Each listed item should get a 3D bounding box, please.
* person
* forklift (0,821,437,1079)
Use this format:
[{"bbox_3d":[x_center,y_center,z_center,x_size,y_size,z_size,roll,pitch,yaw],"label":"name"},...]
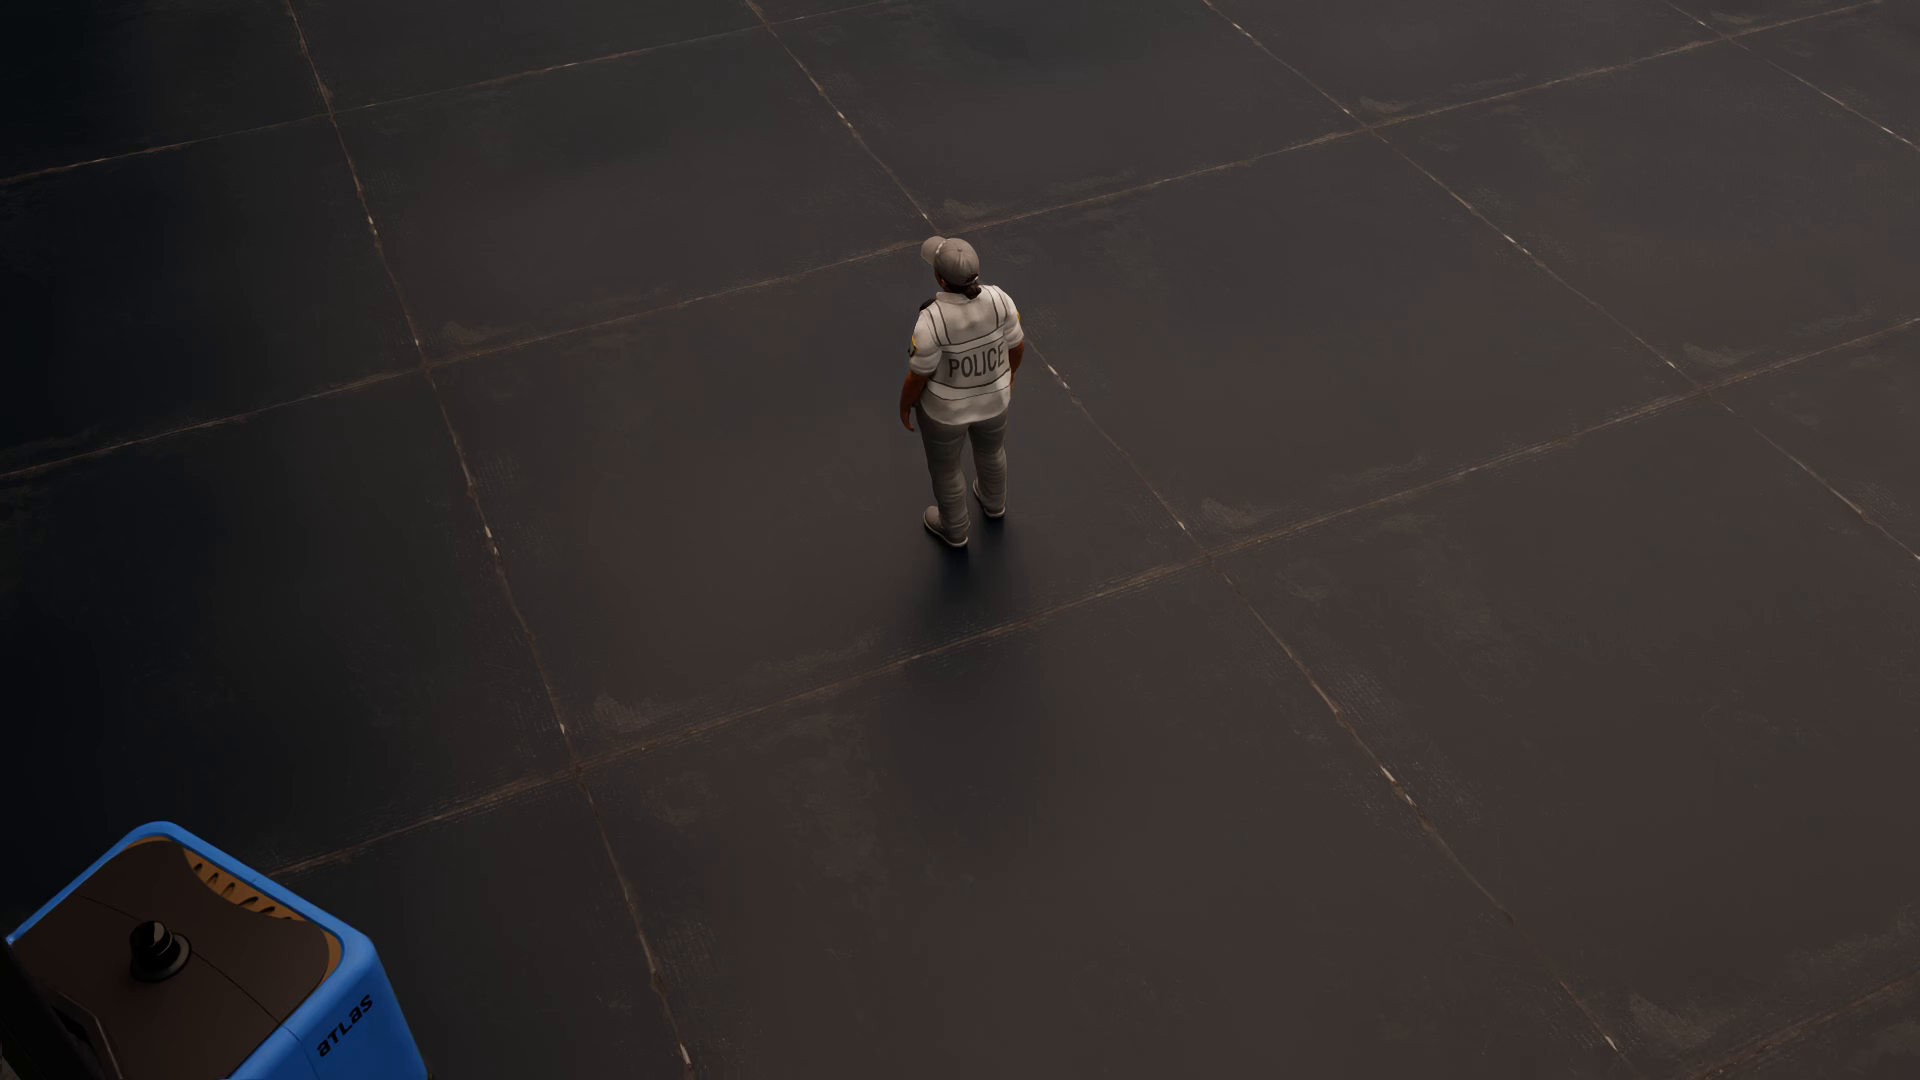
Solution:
[{"bbox_3d":[-0.011,-0.668,7.313,0.598,1.670,0.529,-18,46,-18],"label":"person"},{"bbox_3d":[-2.911,1.624,3.940,1.130,2.935,3.031,22,47,22],"label":"forklift"}]
